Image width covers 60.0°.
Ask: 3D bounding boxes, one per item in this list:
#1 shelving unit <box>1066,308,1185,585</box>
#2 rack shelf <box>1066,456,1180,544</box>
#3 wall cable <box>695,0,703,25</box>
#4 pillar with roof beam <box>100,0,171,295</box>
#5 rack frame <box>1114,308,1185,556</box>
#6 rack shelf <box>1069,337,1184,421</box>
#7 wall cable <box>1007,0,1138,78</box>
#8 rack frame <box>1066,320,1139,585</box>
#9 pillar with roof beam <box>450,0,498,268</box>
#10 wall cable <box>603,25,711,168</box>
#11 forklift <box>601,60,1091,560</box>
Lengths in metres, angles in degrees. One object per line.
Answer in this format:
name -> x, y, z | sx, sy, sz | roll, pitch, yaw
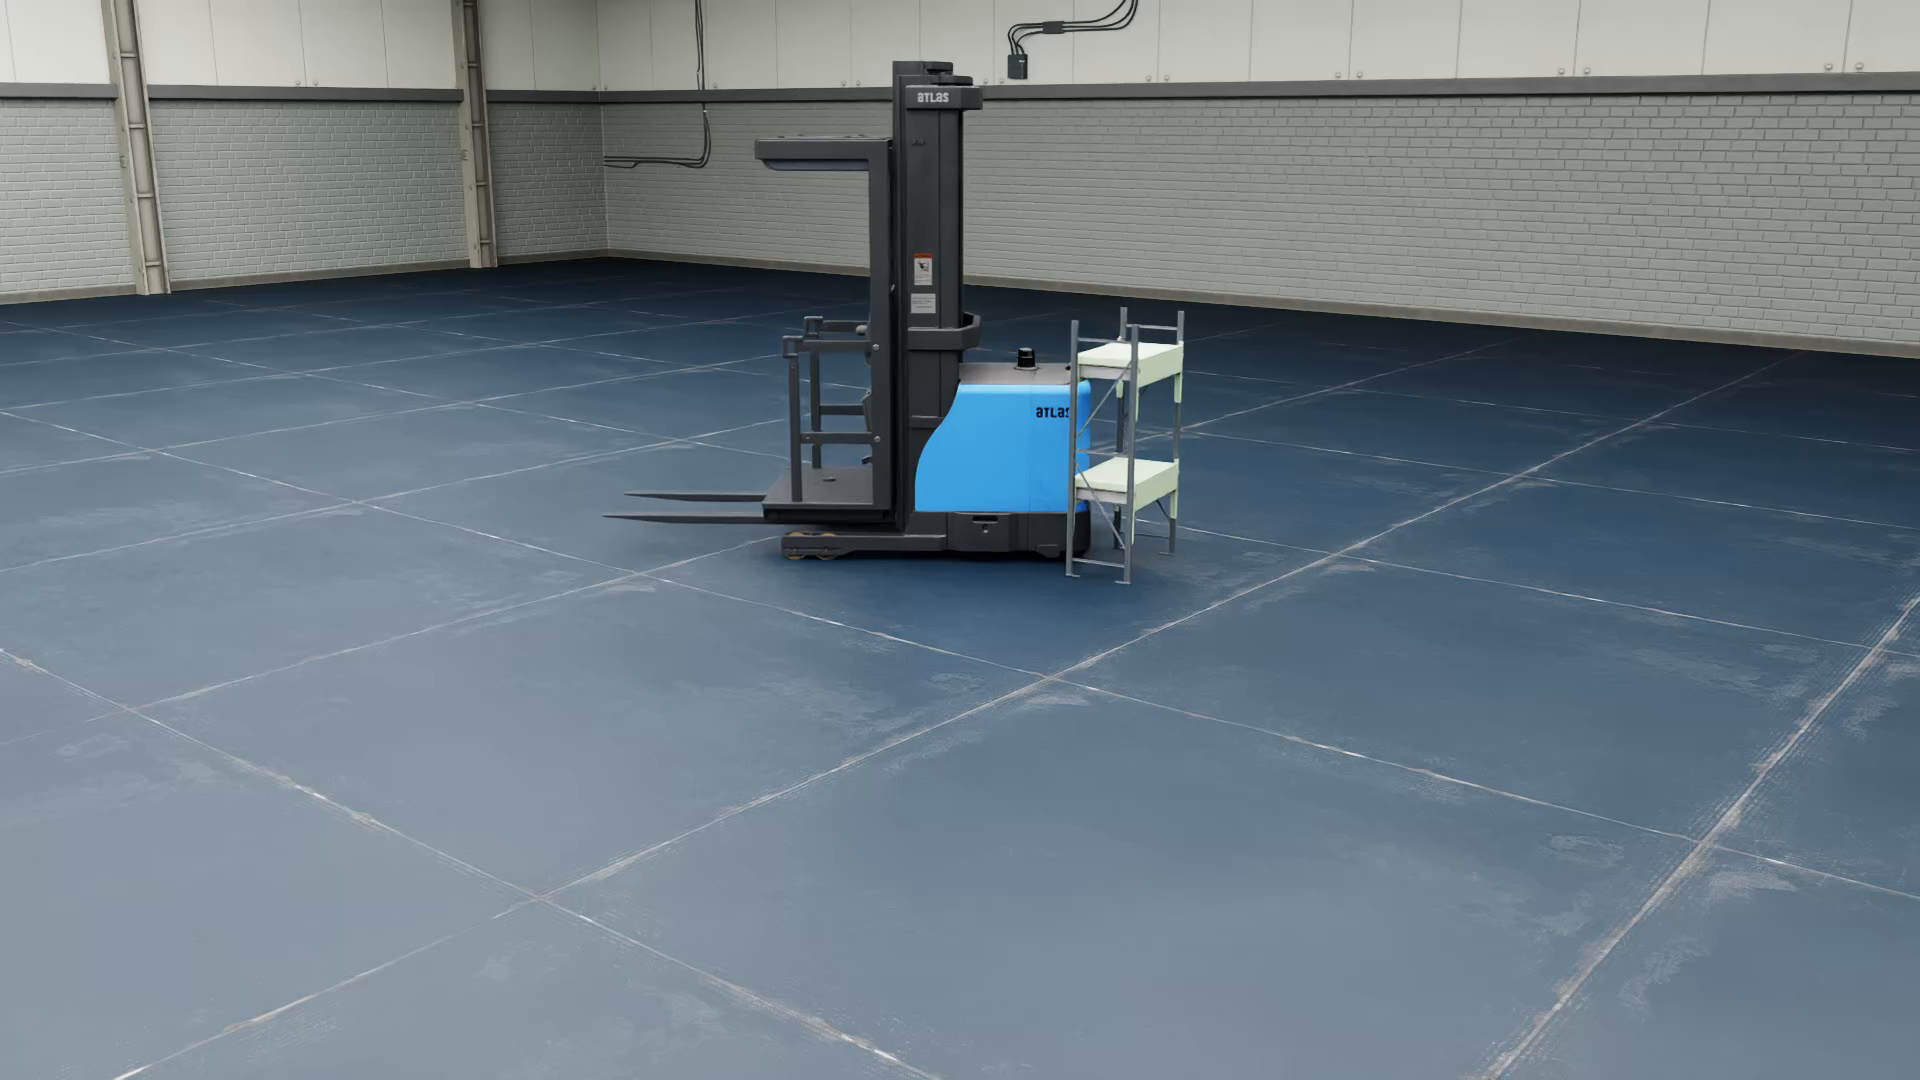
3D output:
shelving unit -> 0.979, -0.573, 9.828 | 0.431, 1.500, 0.755 | 8, 16, 27
rack shelf -> 0.977, -0.258, 9.909 | 0.431, 0.370, 0.720 | 8, 16, 27
wall cable -> -3.623, -10.179, 28.465 | 3.097, 2.526, 0.112 | 11, 18, 38
pillar with roof beam -> -9.030, -7.480, 21.791 | 9.100, 9.000, 0.400 | 11, 18, 38
rack frame -> 1.149, -0.653, 10.142 | 0.400, 1.500, 0.023 | 8, 16, 27
rack shelf -> 0.981, -0.951, 9.731 | 0.431, 0.370, 0.720 | 8, 16, 27
wall cable -> 1.647, -9.831, 24.139 | 2.305, 6.003, 0.169 | 11, 18, 38
rack frame -> 0.810, -0.493, 9.513 | 0.400, 1.500, 0.023 | 8, 16, 27
pillar with roof beam -> -5.258, -8.629, 26.314 | 9.100, 9.000, 0.400 | 11, 18, 38
wall cable -> -5.727, -8.150, 30.735 | 3.097, 2.526, 0.112 | 11, 18, 38
forklift -> -0.705, -1.425, 10.280 | 3.031, 2.935, 1.130 | 1, 14, 2
